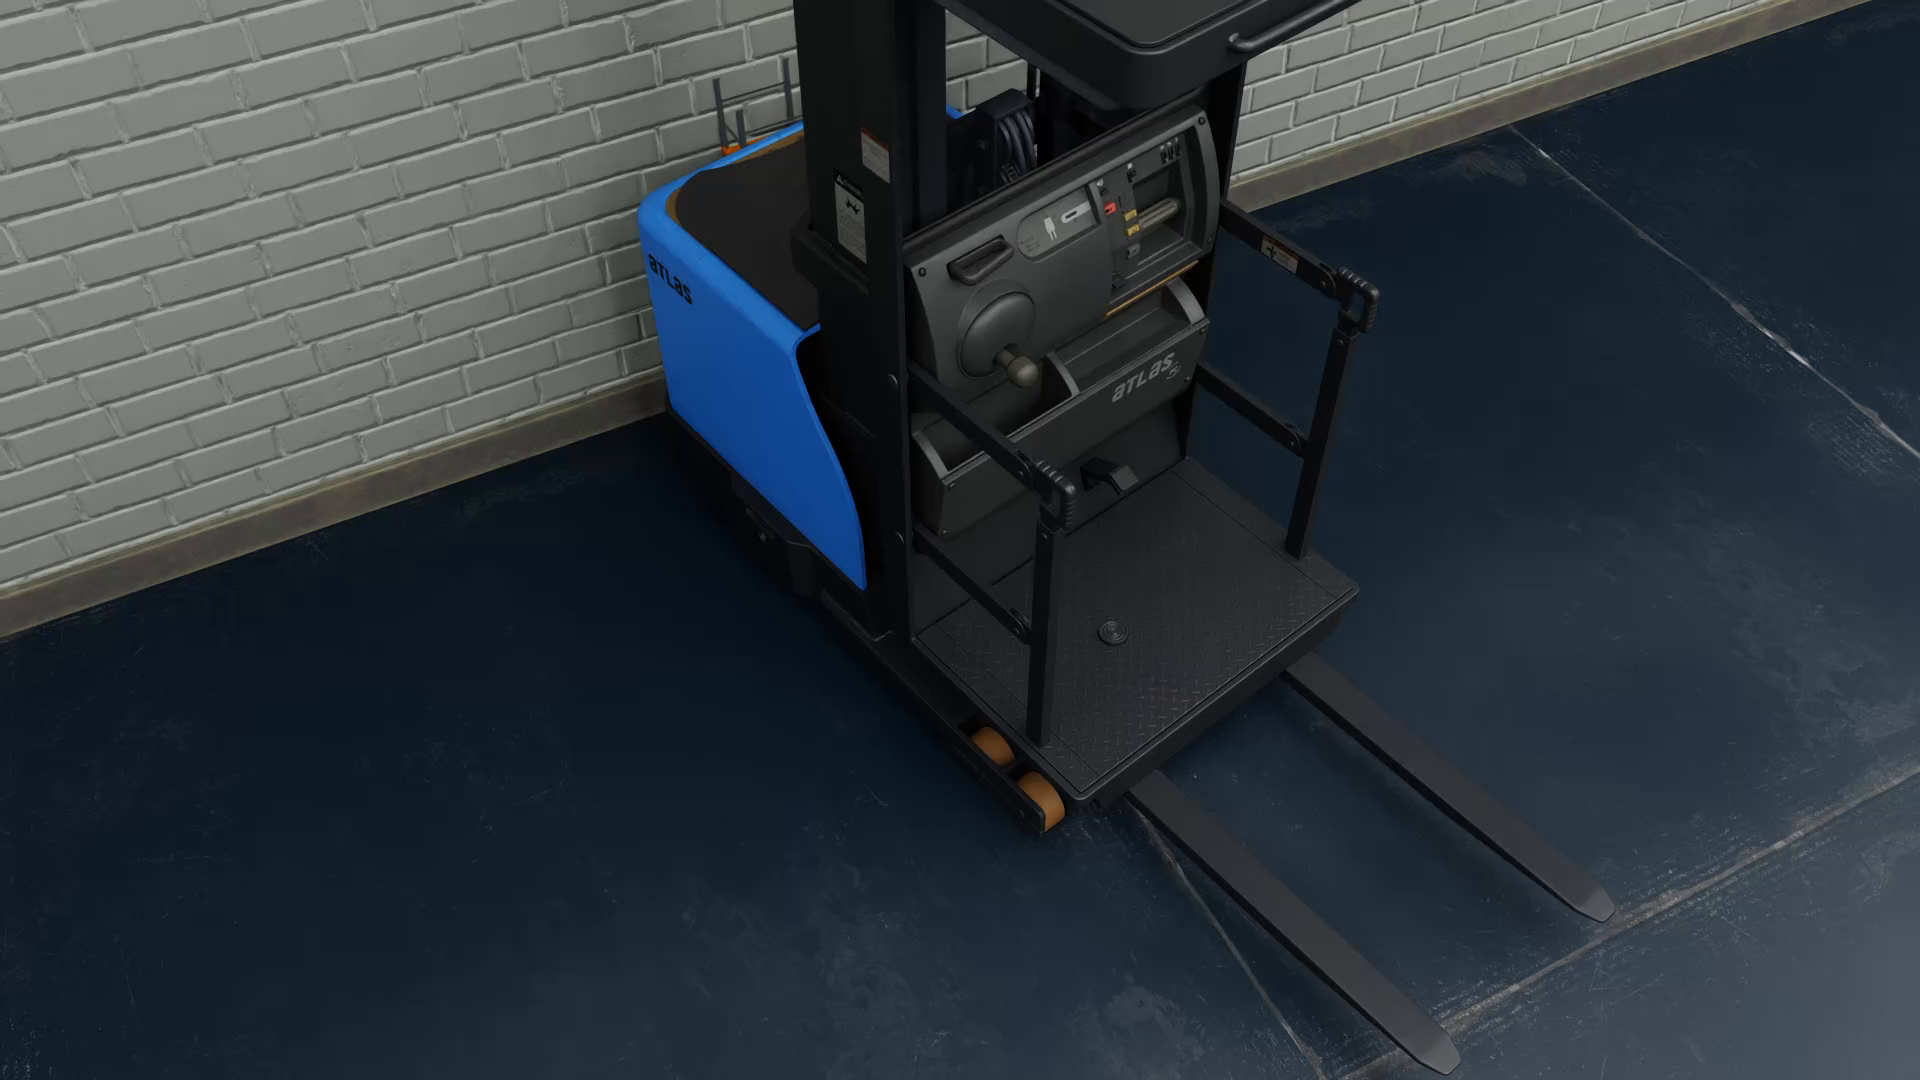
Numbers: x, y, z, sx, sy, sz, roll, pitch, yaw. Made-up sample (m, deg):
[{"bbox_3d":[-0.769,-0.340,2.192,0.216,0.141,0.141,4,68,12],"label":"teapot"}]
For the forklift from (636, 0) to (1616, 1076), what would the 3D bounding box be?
[{"bbox_3d":[0.407,-0.604,3.831,1.130,2.935,3.031,-33,56,-25],"label":"forklift"}]

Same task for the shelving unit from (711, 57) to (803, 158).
[{"bbox_3d":[-0.566,-0.929,5.283,0.258,1.200,0.189,-22,52,-17],"label":"shelving unit"}]

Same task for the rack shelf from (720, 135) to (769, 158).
[{"bbox_3d":[-0.571,-1.138,5.047,0.258,0.103,0.180,-22,52,-17],"label":"rack shelf"}]

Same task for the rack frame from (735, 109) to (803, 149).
[{"bbox_3d":[-0.524,-0.869,5.229,0.240,1.200,0.006,-22,52,-17],"label":"rack frame"}]

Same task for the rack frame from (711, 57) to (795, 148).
[{"bbox_3d":[-0.608,-0.990,5.338,0.240,1.200,0.006,-22,52,-17],"label":"rack frame"}]
